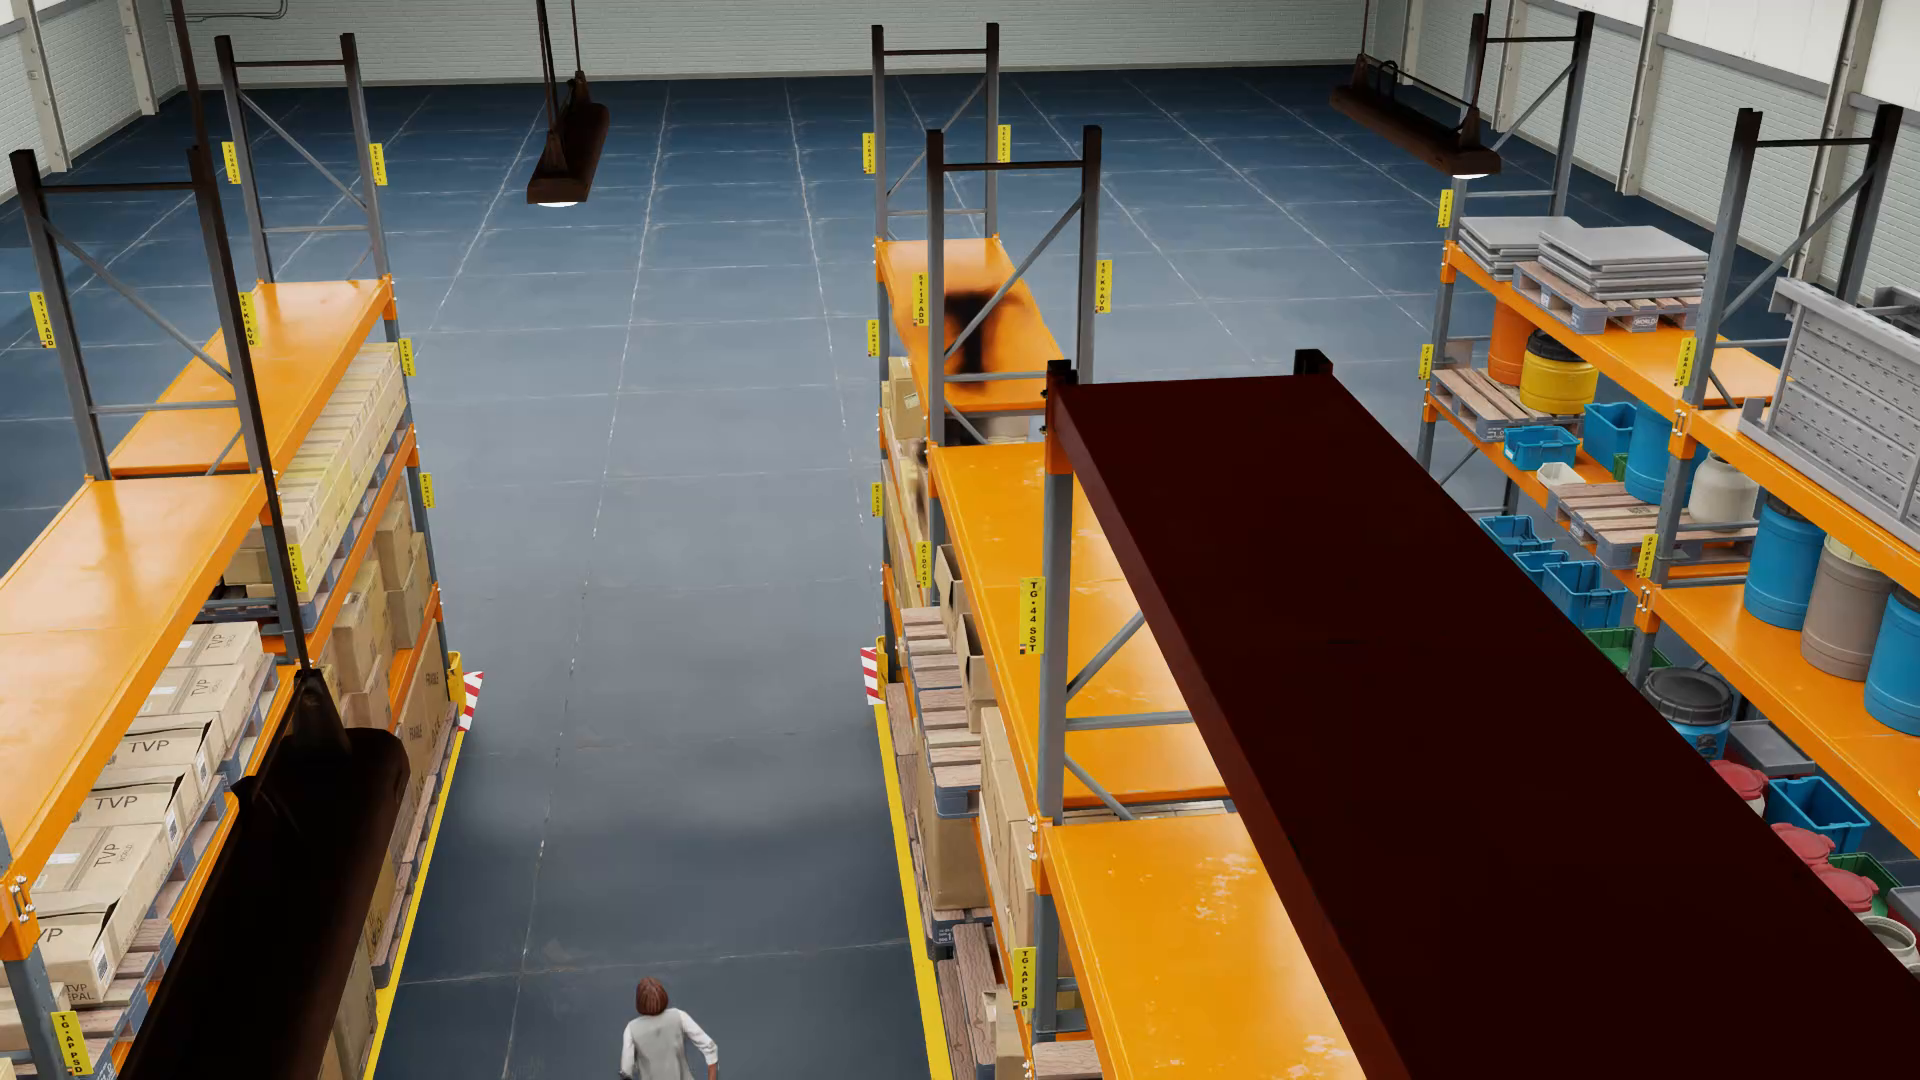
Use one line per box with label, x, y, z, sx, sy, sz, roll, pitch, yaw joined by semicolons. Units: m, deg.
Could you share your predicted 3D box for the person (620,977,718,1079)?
person;-1.725;3.290;9.866;0.522;1.531;0.660;-14;29;-27
